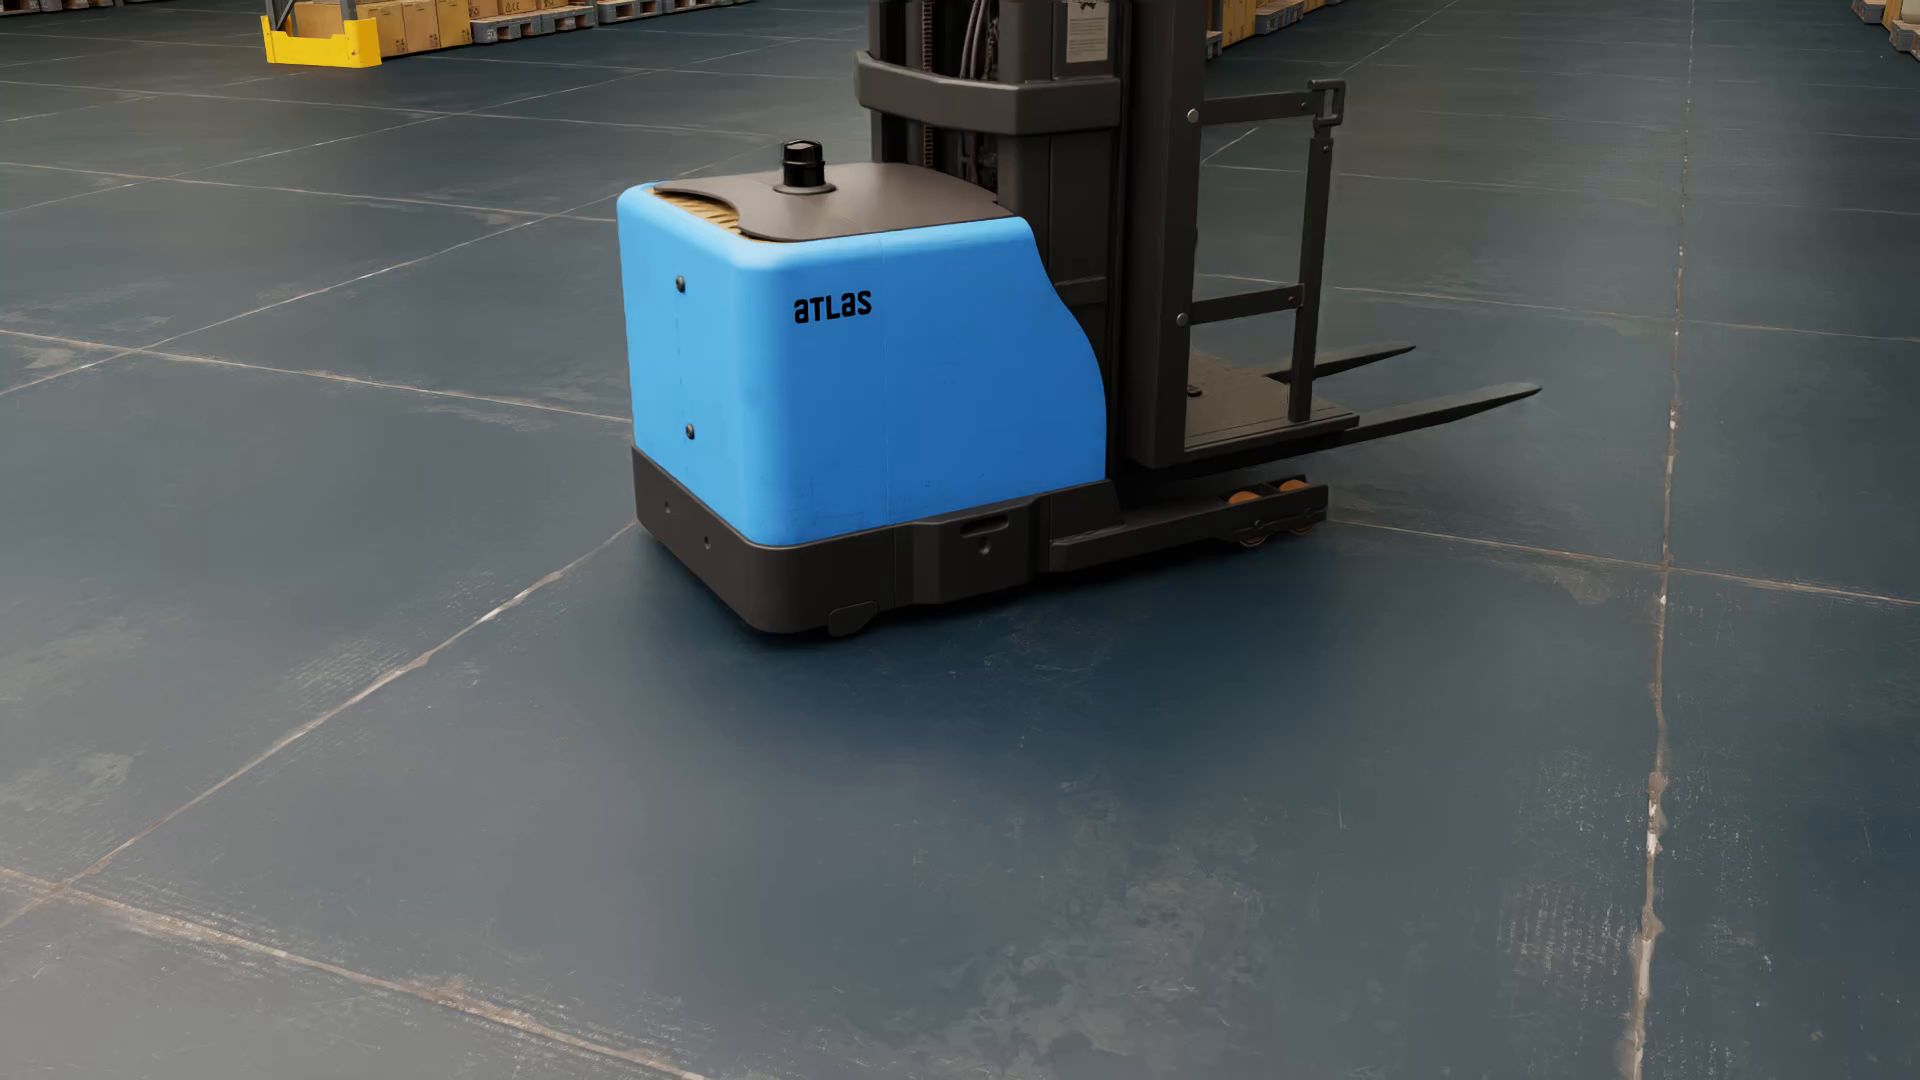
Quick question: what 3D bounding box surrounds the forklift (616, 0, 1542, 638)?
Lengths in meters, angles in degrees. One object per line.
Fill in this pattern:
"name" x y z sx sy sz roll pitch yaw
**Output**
"forklift" 0.546 -1.494 4.868 3.031 2.935 1.130 -13 26 -27
